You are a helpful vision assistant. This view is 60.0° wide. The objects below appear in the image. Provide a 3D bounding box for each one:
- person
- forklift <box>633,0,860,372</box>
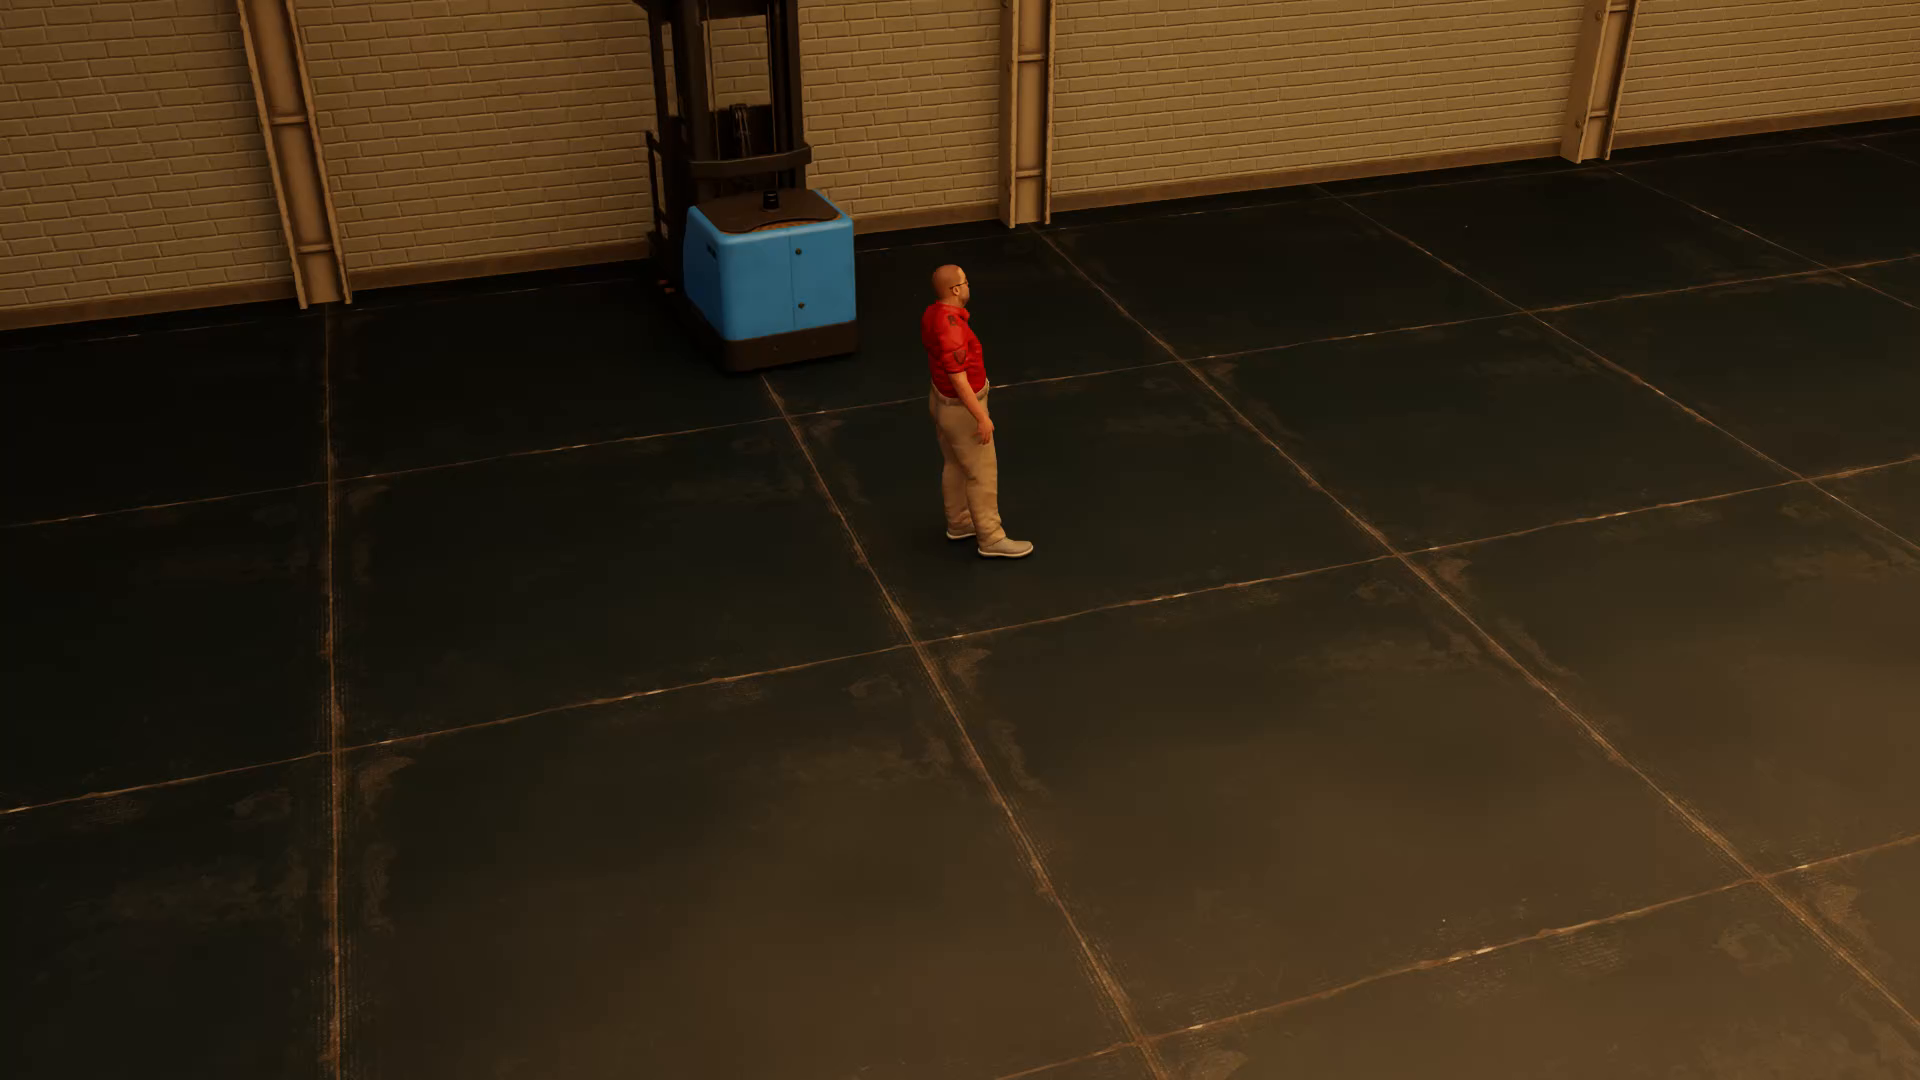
[{"bbox_3d":[0.089,-0.765,9.606,0.550,1.728,0.641,-10,31,-16],"label":"person"},{"bbox_3d":[-1.819,-3.196,12.641,1.130,2.935,3.031,-13,32,-21],"label":"forklift"}]
